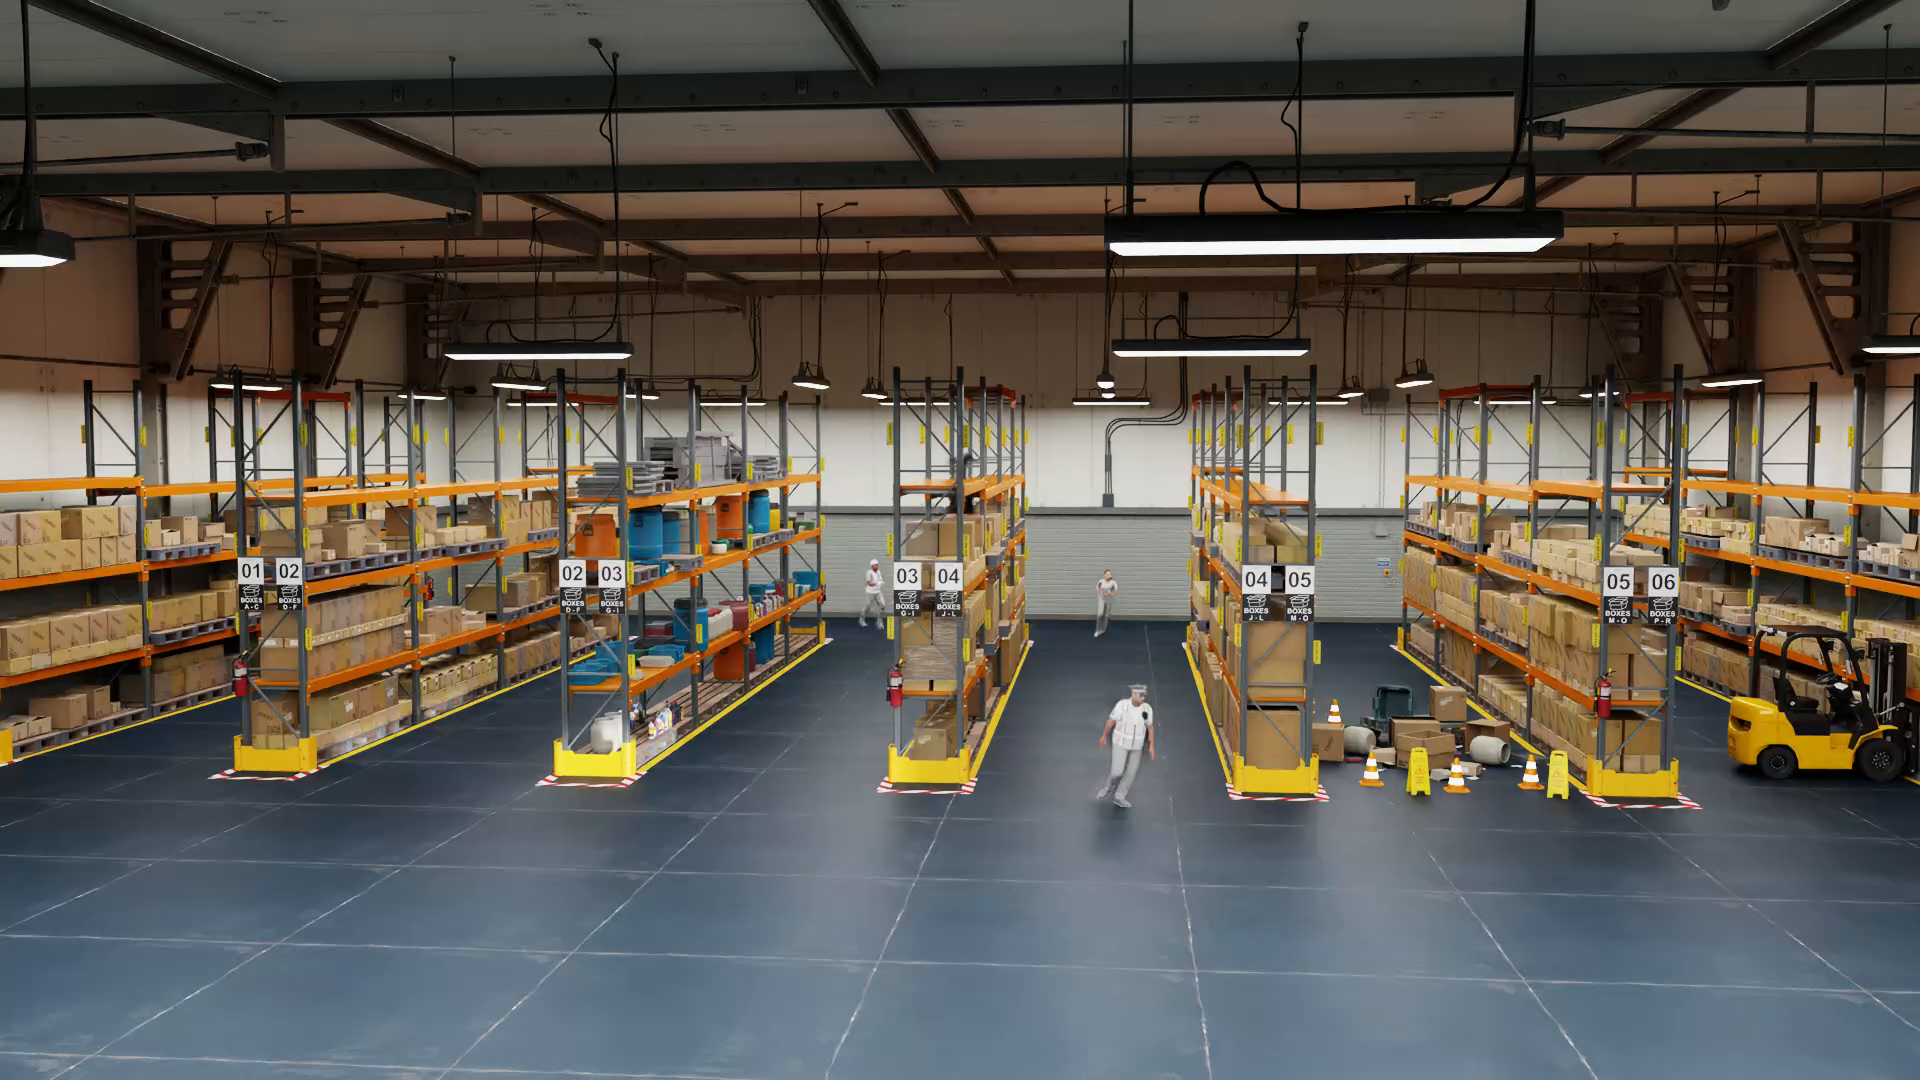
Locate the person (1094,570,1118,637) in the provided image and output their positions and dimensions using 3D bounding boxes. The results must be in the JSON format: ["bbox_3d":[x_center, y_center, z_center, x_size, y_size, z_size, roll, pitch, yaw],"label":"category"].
[{"bbox_3d":[3.686,1.586,41.766,0.590,1.705,0.699,1,4,10],"label":"person"}]

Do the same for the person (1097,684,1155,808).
[{"bbox_3d":[2.237,2.765,22.422,0.711,1.703,0.604,-1,4,-15],"label":"person"}]

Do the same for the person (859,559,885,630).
[{"bbox_3d":[-2.242,1.422,43.236,0.859,1.842,0.669,3,4,36],"label":"person"}]
